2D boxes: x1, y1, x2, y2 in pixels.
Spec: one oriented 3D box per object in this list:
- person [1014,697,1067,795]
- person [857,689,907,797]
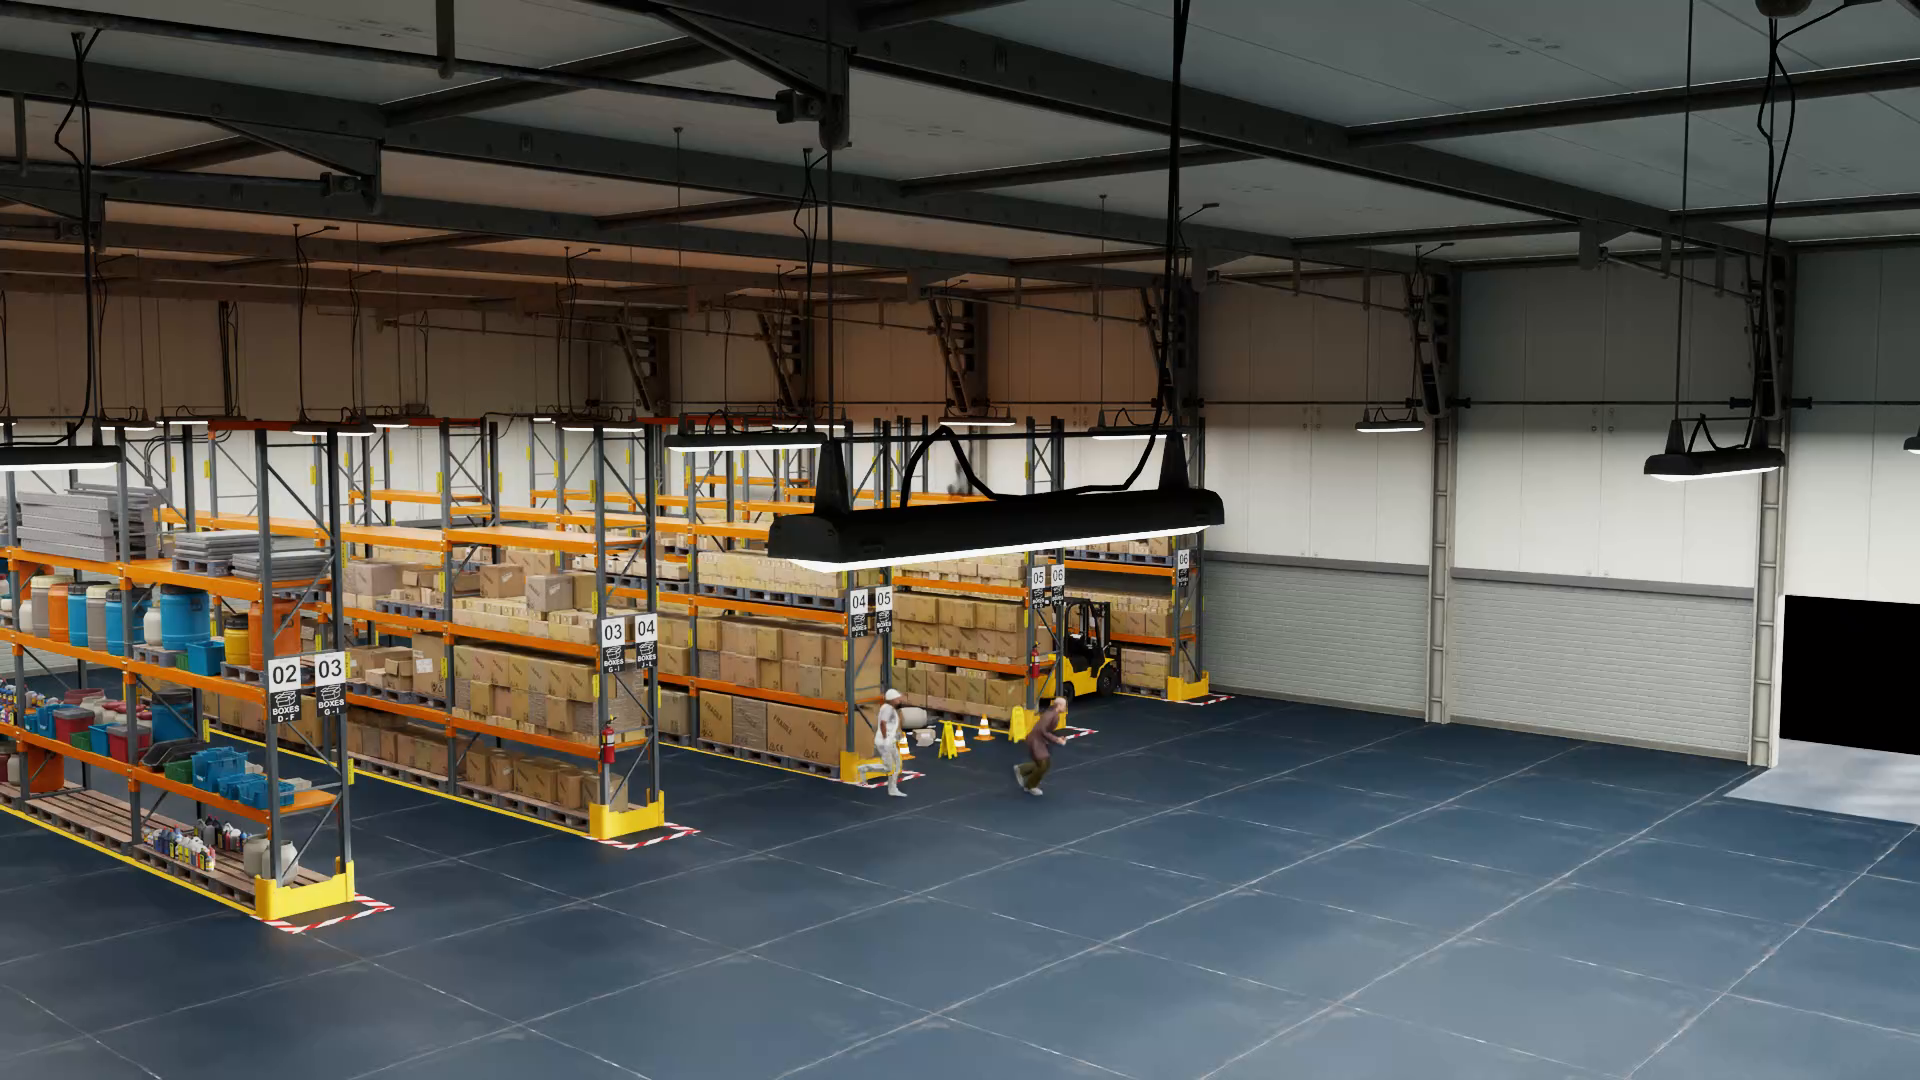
[{"bbox_3d":[1.318,3.312,26.903,0.873,1.589,0.733,1,5,13],"label":"person"},{"bbox_3d":[-1.258,3.267,26.719,0.801,1.752,0.704,0,5,-2],"label":"person"}]
